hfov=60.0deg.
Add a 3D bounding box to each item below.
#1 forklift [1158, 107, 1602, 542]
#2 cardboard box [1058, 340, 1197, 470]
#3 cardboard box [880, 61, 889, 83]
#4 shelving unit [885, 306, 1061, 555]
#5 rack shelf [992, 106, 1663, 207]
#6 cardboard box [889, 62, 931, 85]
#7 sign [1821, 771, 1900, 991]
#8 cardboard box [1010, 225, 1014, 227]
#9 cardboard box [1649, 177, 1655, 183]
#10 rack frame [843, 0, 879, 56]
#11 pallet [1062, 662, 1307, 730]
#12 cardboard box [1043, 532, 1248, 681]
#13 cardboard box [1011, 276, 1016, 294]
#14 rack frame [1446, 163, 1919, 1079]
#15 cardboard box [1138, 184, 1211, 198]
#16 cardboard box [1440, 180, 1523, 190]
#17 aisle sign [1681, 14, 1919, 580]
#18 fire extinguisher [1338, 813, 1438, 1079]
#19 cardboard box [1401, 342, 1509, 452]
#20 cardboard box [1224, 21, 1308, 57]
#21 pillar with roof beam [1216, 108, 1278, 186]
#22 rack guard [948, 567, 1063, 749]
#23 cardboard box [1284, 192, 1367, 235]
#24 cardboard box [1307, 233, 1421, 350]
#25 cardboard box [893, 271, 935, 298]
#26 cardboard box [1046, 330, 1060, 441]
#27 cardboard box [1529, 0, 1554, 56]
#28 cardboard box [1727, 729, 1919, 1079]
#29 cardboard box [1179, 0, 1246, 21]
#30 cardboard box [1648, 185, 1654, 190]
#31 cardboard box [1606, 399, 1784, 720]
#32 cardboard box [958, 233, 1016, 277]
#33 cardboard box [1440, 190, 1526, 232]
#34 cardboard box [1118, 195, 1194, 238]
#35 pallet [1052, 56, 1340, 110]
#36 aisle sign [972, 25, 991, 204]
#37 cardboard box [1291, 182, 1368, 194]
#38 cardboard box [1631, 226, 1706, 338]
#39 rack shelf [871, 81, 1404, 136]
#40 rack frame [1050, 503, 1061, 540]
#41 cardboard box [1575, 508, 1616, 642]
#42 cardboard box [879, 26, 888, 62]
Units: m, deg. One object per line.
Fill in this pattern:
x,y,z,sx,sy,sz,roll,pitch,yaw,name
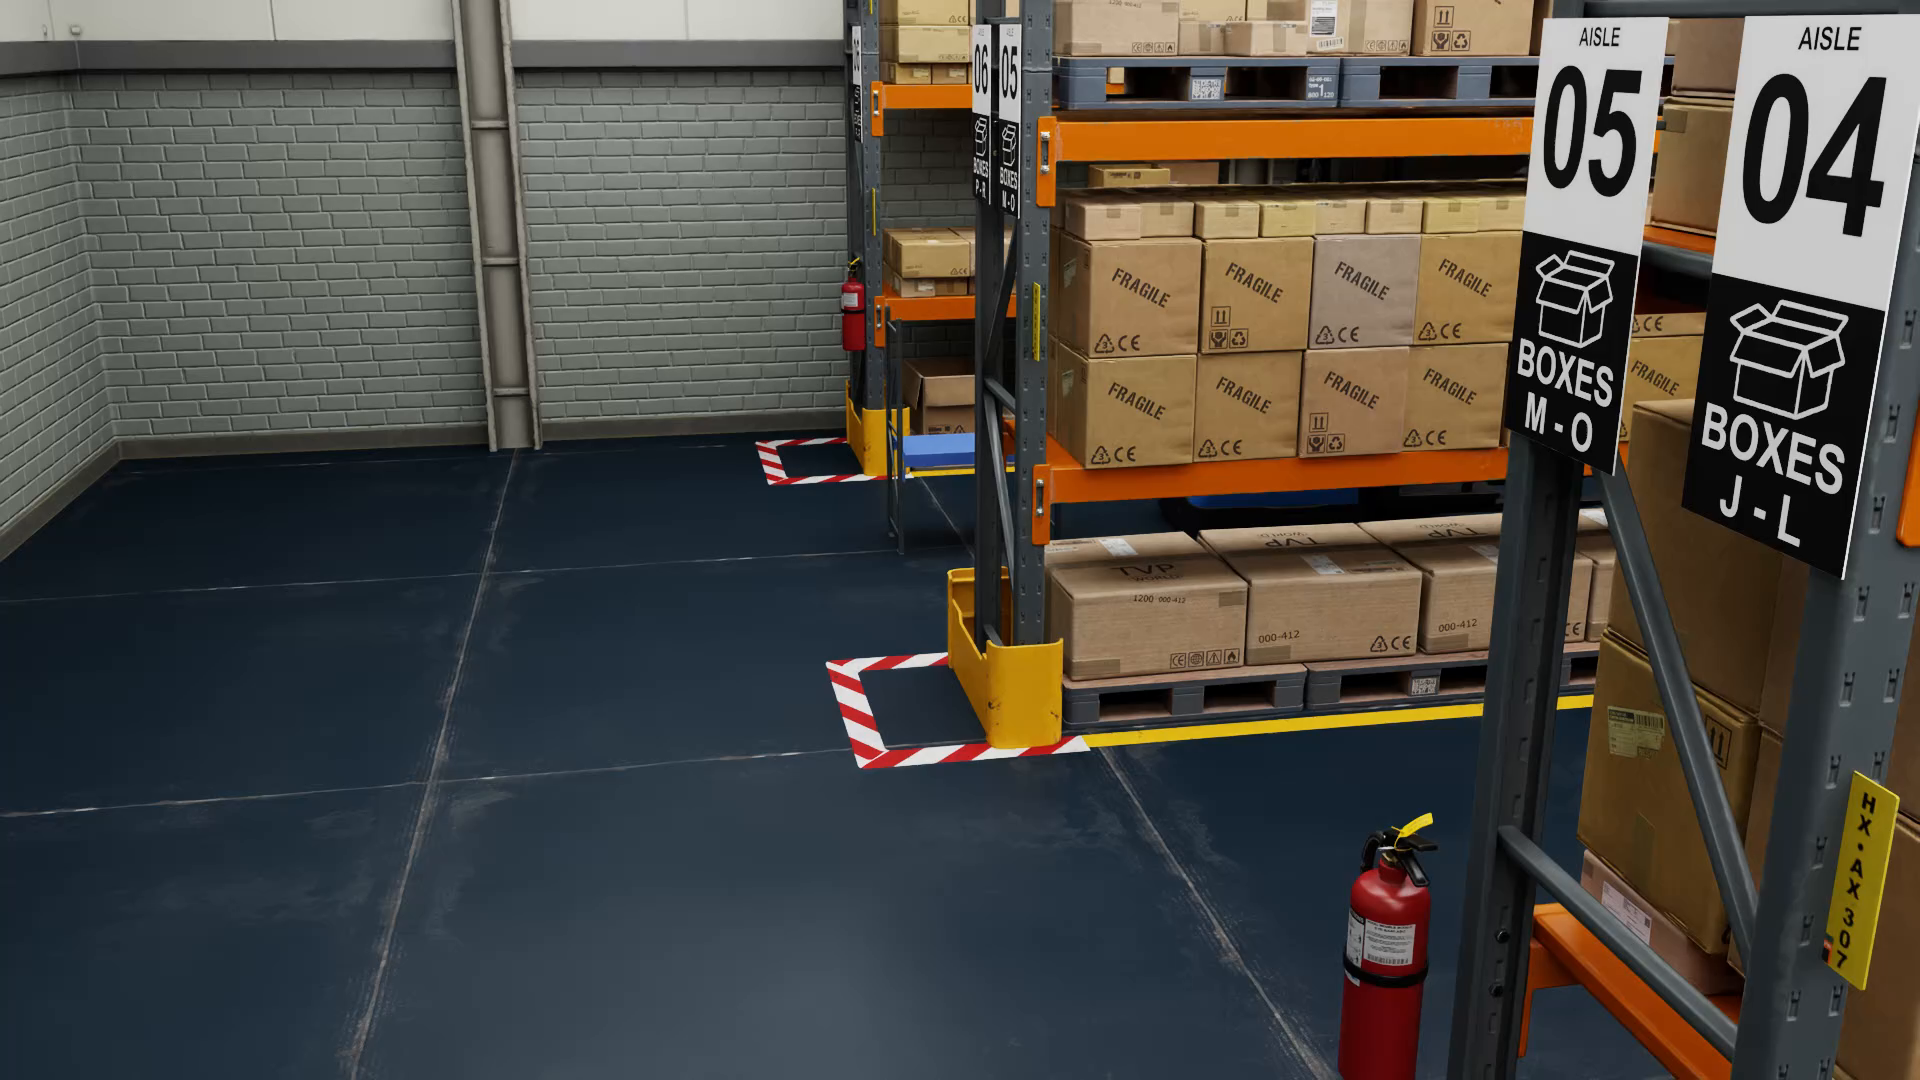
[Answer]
2.906,-1.501,10.708,3.031,2.935,1.130,-2,17,-6,forklift
0.754,-0.636,7.604,0.500,0.500,0.500,-3,17,-11,cardboard box
-0.447,-3.473,12.331,0.250,0.149,0.380,-3,17,-9,cardboard box
0.084,-0.722,10.607,1.048,1.500,0.538,-3,17,-10,shelving unit
2.192,-1.846,7.829,4.000,0.370,1.077,-3,17,-10,rack shelf
-0.360,-3.340,11.895,0.250,0.149,0.380,-3,17,-9,cardboard box
1.370,0.519,2.537,0.005,0.325,0.100,-3,17,-10,sign
0.678,-2.302,12.948,0.500,0.250,0.500,-3,17,-9,cardboard box
3.548,-1.741,8.395,0.250,0.149,0.380,-3,17,-10,cardboard box
-0.717,-4.943,11.578,0.127,3.000,1.000,-3,17,-10,rack frame
0.998,0.621,8.429,1.213,0.211,1.003,-3,17,-10,pallet
0.857,0.314,8.329,0.875,0.438,0.875,-4,17,-12,cardboard box
0.410,-1.943,12.456,0.250,0.149,0.380,-3,17,-9,cardboard box
1.266,0.777,3.174,0.127,3.000,1.000,-3,17,-10,rack frame
1.025,-1.618,7.992,0.250,0.149,0.380,-3,17,-11,cardboard box
2.552,-1.675,8.178,0.250,0.149,0.380,-3,17,-11,cardboard box
1.252,-0.375,2.497,0.004,0.787,0.394,-3,17,-10,aisle sign
0.932,0.873,3.627,0.183,0.674,0.296,-3,17,-10,fire extinguisher
2.237,-0.728,7.904,0.500,0.500,0.500,-3,17,-9,cardboard box
1.340,-2.201,7.303,0.250,0.149,0.380,-3,17,-8,cardboard box
3.172,-4.146,8.983,0.400,9.000,9.100,-3,17,-10,pillar with roof beam
0.205,0.552,8.164,0.348,0.500,1.175,-3,17,-10,rack guard
1.653,-1.487,7.565,0.250,0.149,0.380,-3,17,-10,cardboard box
1.763,-1.177,7.660,0.500,0.500,0.500,-3,17,-11,cardboard box
-0.342,-1.894,12.298,0.250,0.149,0.380,-3,17,-11,cardboard box
0.652,-0.795,8.122,0.500,0.500,0.500,-3,17,-10,cardboard box
2.838,-2.515,7.720,0.637,0.503,0.797,-2,17,-6,cardboard box
1.760,0.642,2.937,0.500,0.500,0.500,-2,17,-8,cardboard box
1.765,-3.887,12.147,0.500,0.250,0.500,-3,17,-9,cardboard box
3.387,-1.600,7.933,0.250,0.149,0.380,-3,17,-10,cardboard box
1.669,0.012,3.285,0.500,0.500,0.500,-4,17,-12,cardboard box
0.274,-2.121,12.359,0.500,0.250,0.500,-3,17,-10,cardboard box
2.408,-1.523,7.684,0.250,0.149,0.380,-3,17,-10,cardboard box
0.873,-1.455,7.463,0.250,0.149,0.380,-3,17,-9,cardboard box
0.955,-2.080,7.518,1.213,0.211,1.003,-3,17,-10,pallet
0.099,-1.973,7.697,0.004,0.787,0.394,-3,17,-10,aisle sign
1.785,-1.645,8.080,0.250,0.149,0.380,-3,17,-9,cardboard box
3.245,-1.261,7.936,0.500,0.500,0.500,-3,17,-11,cardboard box
1.247,-3.277,12.487,4.000,0.370,1.077,-3,17,-10,rack shelf
0.583,-0.750,10.699,0.032,1.500,0.500,-3,17,-10,rack frame
3.519,0.161,8.828,0.875,0.438,0.875,-3,17,-11,cardboard box
-0.332,-3.683,12.333,0.500,0.250,0.500,-4,17,-11,cardboard box
